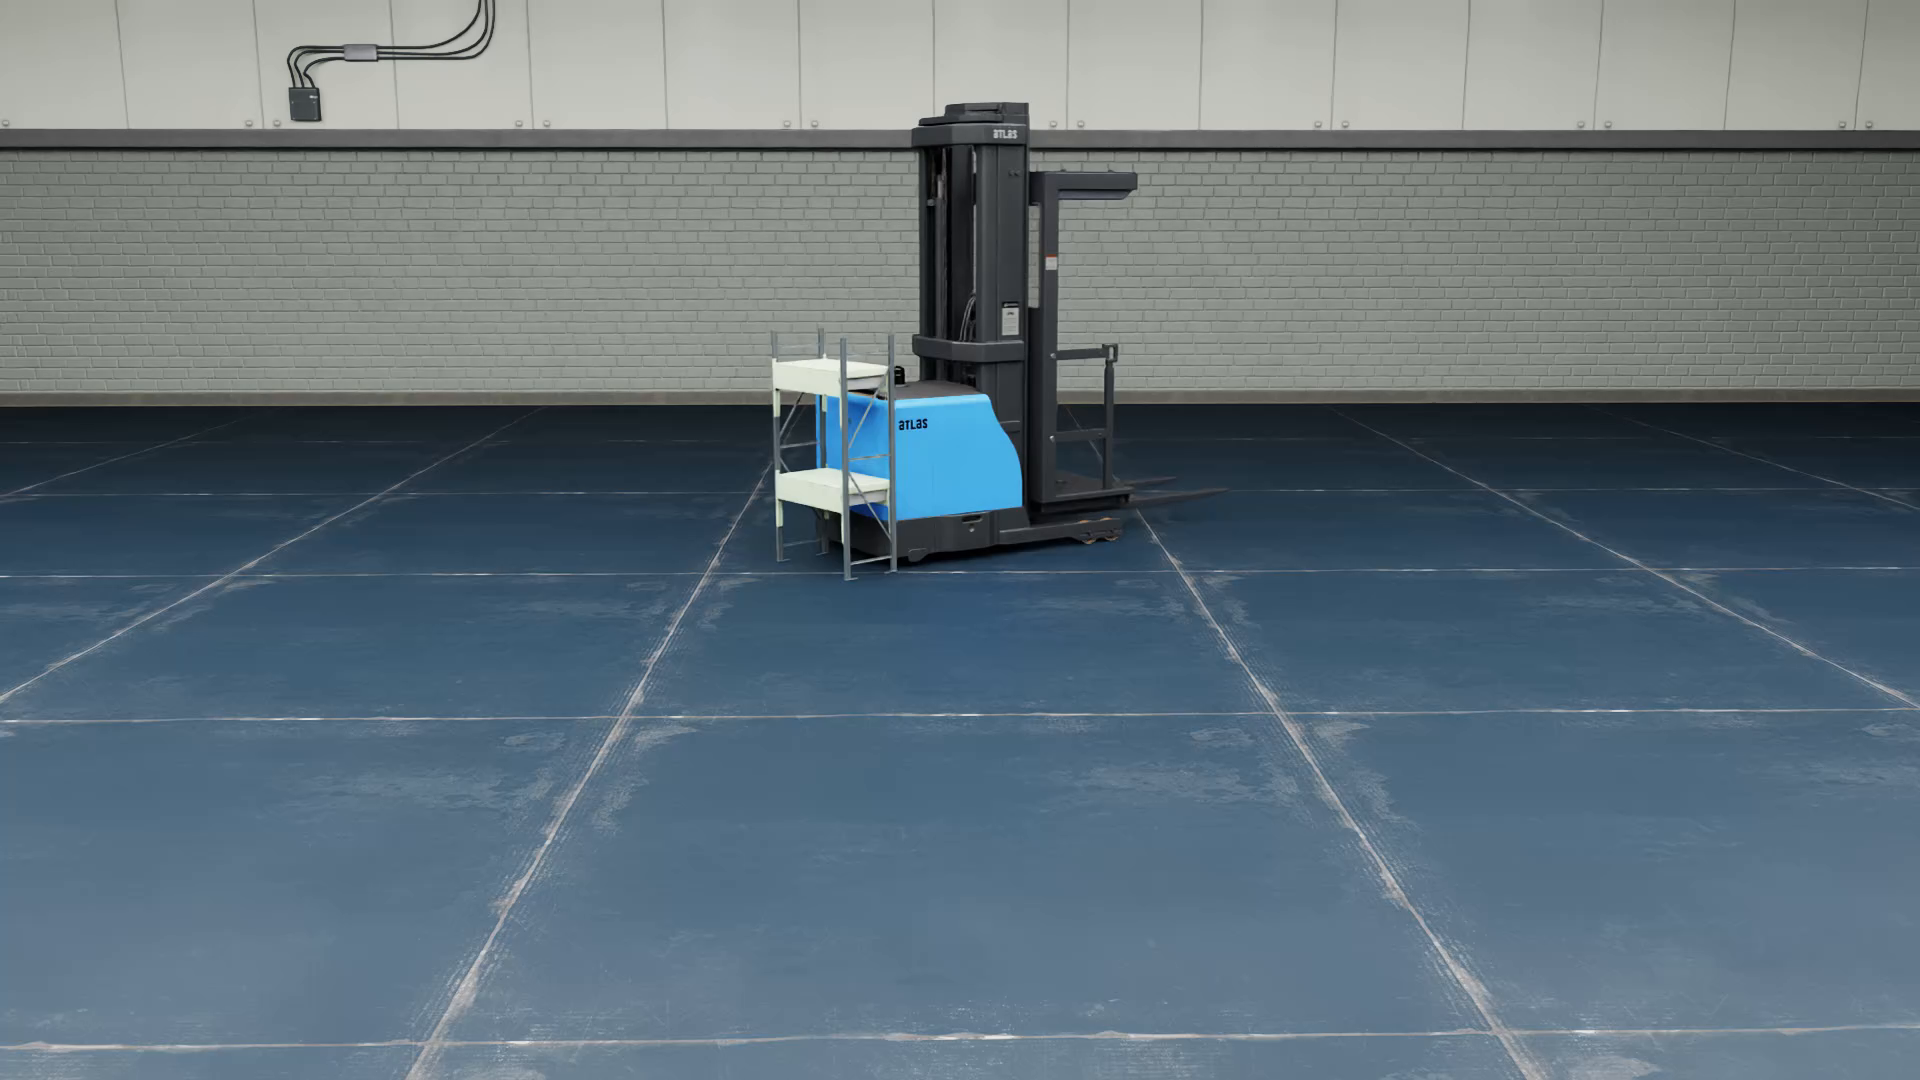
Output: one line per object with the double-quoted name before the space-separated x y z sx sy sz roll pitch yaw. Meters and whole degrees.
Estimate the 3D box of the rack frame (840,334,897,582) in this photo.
"rack frame" -0.562 -0.506 10.274 0.400 1.500 0.023 -10 15 -40

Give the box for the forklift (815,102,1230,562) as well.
"forklift" 0.534 -1.489 11.528 3.031 2.935 1.130 -7 13 -31

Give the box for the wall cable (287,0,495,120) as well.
"wall cable" -6.287 -7.622 17.943 2.305 6.003 0.169 0 11 -1

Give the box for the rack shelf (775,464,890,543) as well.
"rack shelf" -0.799 -0.242 10.612 0.431 0.370 0.720 -10 15 -40

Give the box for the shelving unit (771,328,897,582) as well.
"shelving unit" -0.800 -0.561 10.546 0.431 1.500 0.755 -10 15 -40

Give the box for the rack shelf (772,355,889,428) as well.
"rack shelf" -0.802 -0.943 10.468 0.431 0.370 0.720 -10 15 -40

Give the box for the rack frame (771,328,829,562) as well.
"rack frame" -1.038 -0.616 10.819 0.400 1.500 0.023 -10 15 -40
